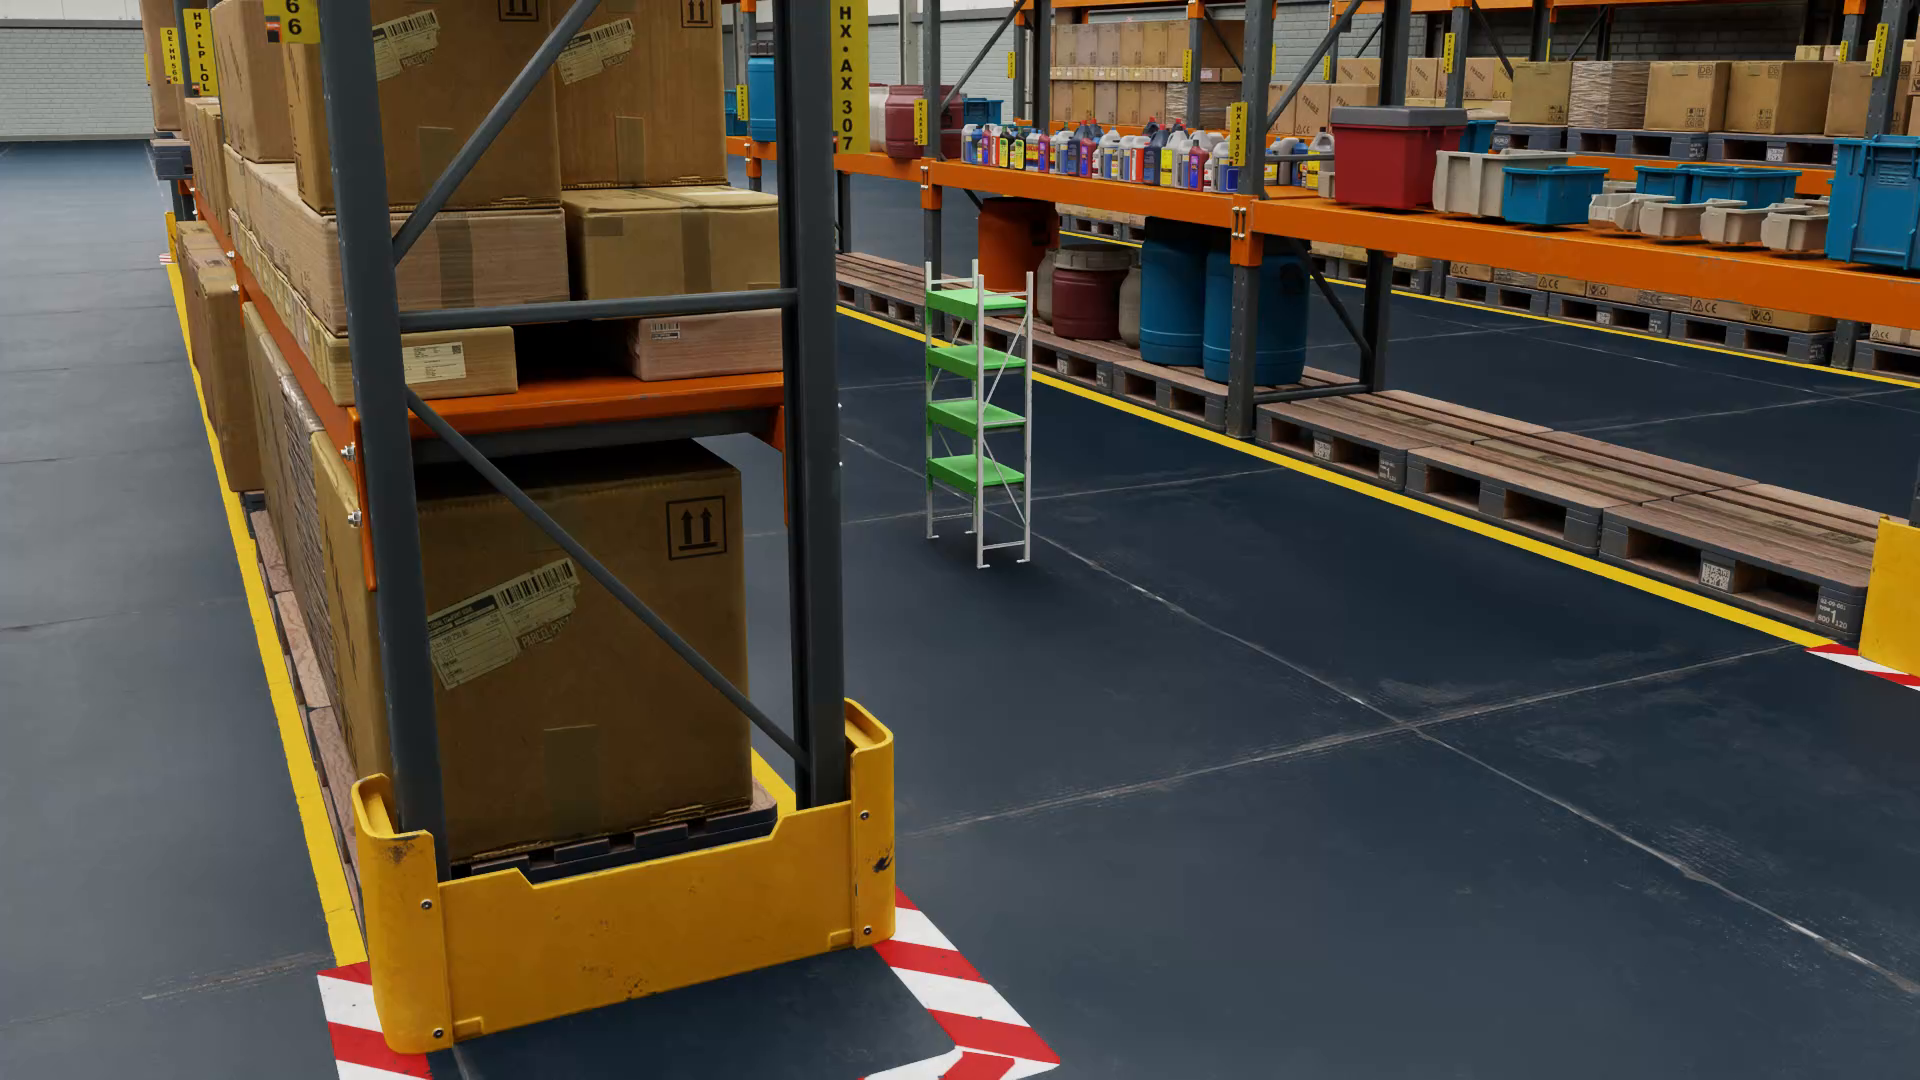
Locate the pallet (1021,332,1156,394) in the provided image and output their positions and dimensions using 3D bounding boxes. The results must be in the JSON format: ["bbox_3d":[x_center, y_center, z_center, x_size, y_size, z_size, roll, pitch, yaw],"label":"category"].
[{"bbox_3d":[1.117,-1.224,11.133,1.003,0.211,1.213,-8,18,-25],"label":"pallet"}]

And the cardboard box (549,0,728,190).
[{"bbox_3d":[-0.930,-1.181,4.303,0.500,0.500,0.500,-8,18,-26],"label":"cardboard box"}]

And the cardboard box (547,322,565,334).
[{"bbox_3d":[-0.944,-0.673,4.614,0.380,0.149,0.250,-8,18,-26],"label":"cardboard box"}]

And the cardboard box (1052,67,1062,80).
[{"bbox_3d":[1.358,-5.747,20.483,0.380,0.149,0.250,-8,18,-25],"label":"cardboard box"}]

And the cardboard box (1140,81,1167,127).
[{"bbox_3d":[2.469,-4.933,18.823,0.700,0.500,0.500,-8,18,-25],"label":"cardboard box"}]

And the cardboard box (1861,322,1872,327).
[{"bbox_3d":[6.418,-1.822,11.895,0.500,0.500,0.500,-9,18,-27],"label":"cardboard box"}]

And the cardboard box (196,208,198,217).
[{"bbox_3d":[-7.495,-3.285,17.031,0.500,0.500,0.500,-4,17,-15],"label":"cardboard box"}]

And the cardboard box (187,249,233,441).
[{"bbox_3d":[-3.187,-1.025,8.474,1.225,0.875,0.875,-8,18,-27],"label":"cardboard box"}]

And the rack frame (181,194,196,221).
[{"bbox_3d":[-6.001,-3.450,13.835,1.000,3.000,0.127,-8,18,-25],"label":"rack frame"}]

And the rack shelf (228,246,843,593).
[{"bbox_3d":[-1.620,-0.625,5.294,1.077,0.370,4.000,-8,18,-25],"label":"rack shelf"}]

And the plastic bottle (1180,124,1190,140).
[{"bbox_3d":[1.308,-2.293,9.892,0.144,0.351,0.185,-8,18,-25],"label":"plastic bottle"}]

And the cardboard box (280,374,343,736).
[{"bbox_3d":[-1.495,-0.030,5.007,0.875,0.875,0.875,-8,18,-25],"label":"cardboard box"}]

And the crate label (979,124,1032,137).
[{"bbox_3d":[0.356,-3.126,13.009,0.303,0.233,0.416,-8,18,-25],"label":"crate label"}]

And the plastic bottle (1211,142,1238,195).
[{"bbox_3d":[1.493,-2.064,9.230,0.152,0.276,0.135,-8,18,-25],"label":"plastic bottle"}]

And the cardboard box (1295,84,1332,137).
[{"bbox_3d":[3.678,-4.247,16.431,0.500,0.500,0.500,-8,18,-25],"label":"cardboard box"}]

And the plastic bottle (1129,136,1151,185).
[{"bbox_3d":[1.112,-2.280,9.981,0.152,0.276,0.135,-8,18,-25],"label":"plastic bottle"}]

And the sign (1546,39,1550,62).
[{"bbox_3d":[5.142,-4.241,14.635,0.100,0.325,0.005,-8,18,-25],"label":"sign"}]

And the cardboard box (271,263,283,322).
[{"bbox_3d":[-1.759,-0.720,4.776,0.380,0.149,0.250,-8,18,-25],"label":"cardboard box"}]

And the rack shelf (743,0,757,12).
[{"bbox_3d":[-0.672,-4.649,13.878,1.077,0.370,4.000,-8,18,-25],"label":"rack shelf"}]

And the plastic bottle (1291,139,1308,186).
[{"bbox_3d":[2.011,-2.229,9.814,0.097,0.271,0.097,0,16,0],"label":"plastic bottle"}]

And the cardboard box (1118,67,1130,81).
[{"bbox_3d":[2.039,-5.363,19.142,0.380,0.149,0.250,-7,17,-23],"label":"cardboard box"}]

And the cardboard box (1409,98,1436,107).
[{"bbox_3d":[6.211,-5.636,21.688,0.500,0.250,0.500,-7,18,-24],"label":"cardboard box"}]

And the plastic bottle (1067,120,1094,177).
[{"bbox_3d":[0.777,-2.503,10.623,0.144,0.351,0.185,-8,18,-25],"label":"plastic bottle"}]

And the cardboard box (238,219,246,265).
[{"bbox_3d":[-2.434,-1.102,6.107,0.380,0.149,0.250,-7,17,-23],"label":"cardboard box"}]

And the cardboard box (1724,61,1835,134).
[{"bbox_3d":[6.046,-3.220,12.090,0.700,0.500,0.500,-5,17,-16],"label":"cardboard box"}]

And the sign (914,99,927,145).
[{"bbox_3d":[-0.287,-3.067,12.204,0.100,0.325,0.005,-8,18,-25],"label":"sign"}]

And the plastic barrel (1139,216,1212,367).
[{"bbox_3d":[1.423,-1.571,10.329,0.600,0.901,0.708,-8,18,-25],"label":"plastic barrel"}]

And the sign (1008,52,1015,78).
[{"bbox_3d":[0.652,-6.027,21.100,0.100,0.325,0.005,-8,18,-25],"label":"sign"}]

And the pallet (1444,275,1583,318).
[{"bbox_3d":[4.951,-2.124,14.271,1.003,0.211,1.213,-8,18,-25],"label":"pallet"}]

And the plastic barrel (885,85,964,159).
[{"bbox_3d":[-0.272,-3.201,12.719,0.600,0.536,0.708,-8,18,-25],"label":"plastic barrel"}]

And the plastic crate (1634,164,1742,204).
[{"bbox_3d":[3.188,-1.523,7.316,0.416,0.233,0.300,-8,18,-25],"label":"plastic crate"}]

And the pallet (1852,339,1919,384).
[{"bbox_3d":[6.711,-1.152,10.882,1.003,0.211,1.213,-8,18,-25],"label":"pallet"}]

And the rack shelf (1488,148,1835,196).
[{"bbox_3d":[5.535,-2.813,12.918,1.077,0.370,4.000,-8,18,-25],"label":"rack shelf"}]

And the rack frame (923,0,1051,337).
[{"bbox_3d":[0.204,-3.057,12.464,1.000,3.000,0.127,-8,18,-25],"label":"rack frame"}]

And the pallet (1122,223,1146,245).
[{"bbox_3d":[2.595,-3.508,19.093,1.003,0.211,1.213,-8,18,-25],"label":"pallet"}]

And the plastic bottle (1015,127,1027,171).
[{"bbox_3d":[0.424,-2.644,11.236,0.061,0.283,0.133,-8,18,-25],"label":"plastic bottle"}]

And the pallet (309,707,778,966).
[{"bbox_3d":[-1.164,0.677,4.509,1.003,0.211,1.213,-8,18,-25],"label":"pallet"}]

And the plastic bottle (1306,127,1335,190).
[{"bbox_3d":[2.076,-2.178,9.490,0.144,0.351,0.185,-8,18,-25],"label":"plastic bottle"}]

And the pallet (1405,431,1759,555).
[{"bbox_3d":[2.852,-0.244,7.718,1.003,0.211,1.213,-8,18,-25],"label":"pallet"}]

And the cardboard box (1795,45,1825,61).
[{"bbox_3d":[8.777,-4.985,17.029,0.380,0.149,0.250,-11,19,-34],"label":"cardboard box"}]

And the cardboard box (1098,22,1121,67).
[{"bbox_3d":[2.046,-5.800,19.492,0.700,0.500,0.500,-8,18,-25],"label":"cardboard box"}]

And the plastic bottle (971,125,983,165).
[{"bbox_3d":[0.129,-2.816,11.860,0.097,0.271,0.097,0,16,0],"label":"plastic bottle"}]

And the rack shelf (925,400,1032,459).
[{"bbox_3d":[0.073,-0.474,6.960,0.258,0.148,0.480,-8,18,-25],"label":"rack shelf"}]

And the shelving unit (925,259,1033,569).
[{"bbox_3d":[0.073,-0.536,6.942,0.258,1.200,0.503,-8,18,-25],"label":"shelving unit"}]

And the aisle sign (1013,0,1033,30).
[{"bbox_3d":[0.849,-6.867,21.029,0.394,0.787,0.004,-8,18,-25],"label":"aisle sign"}]

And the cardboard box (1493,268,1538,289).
[{"bbox_3d":[4.835,-2.388,13.867,0.500,0.500,0.500,-8,18,-27],"label":"cardboard box"}]

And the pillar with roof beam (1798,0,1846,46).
[{"bbox_3d":[5.448,-7.044,15.483,9.100,9.000,0.400,-8,18,-25],"label":"pillar with roof beam"}]

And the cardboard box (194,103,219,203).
[{"bbox_3d":[-3.607,-1.974,8.512,0.500,0.500,0.500,-8,18,-25],"label":"cardboard box"}]

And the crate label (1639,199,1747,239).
[{"bbox_3d":[2.931,-1.295,6.695,0.396,0.136,0.243,-8,18,-25],"label":"crate label"}]

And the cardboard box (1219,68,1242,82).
[{"bbox_3d":[2.962,-5.096,18.214,0.380,0.149,0.250,-8,18,-25],"label":"cardboard box"}]

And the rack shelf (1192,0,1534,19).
[{"bbox_3d":[3.782,-5.246,15.960,1.077,0.370,4.000,-8,18,-25],"label":"rack shelf"}]

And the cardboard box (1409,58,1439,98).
[{"bbox_3d":[6.209,-6.002,21.603,0.500,0.500,0.500,-7,17,-23],"label":"cardboard box"}]

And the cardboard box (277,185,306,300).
[{"bbox_3d":[-1.416,-0.759,4.191,0.500,0.250,0.500,-8,18,-26],"label":"cardboard box"}]

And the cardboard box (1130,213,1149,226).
[{"bbox_3d":[2.296,-3.740,19.069,0.500,0.250,0.500,-8,18,-25],"label":"cardboard box"}]
